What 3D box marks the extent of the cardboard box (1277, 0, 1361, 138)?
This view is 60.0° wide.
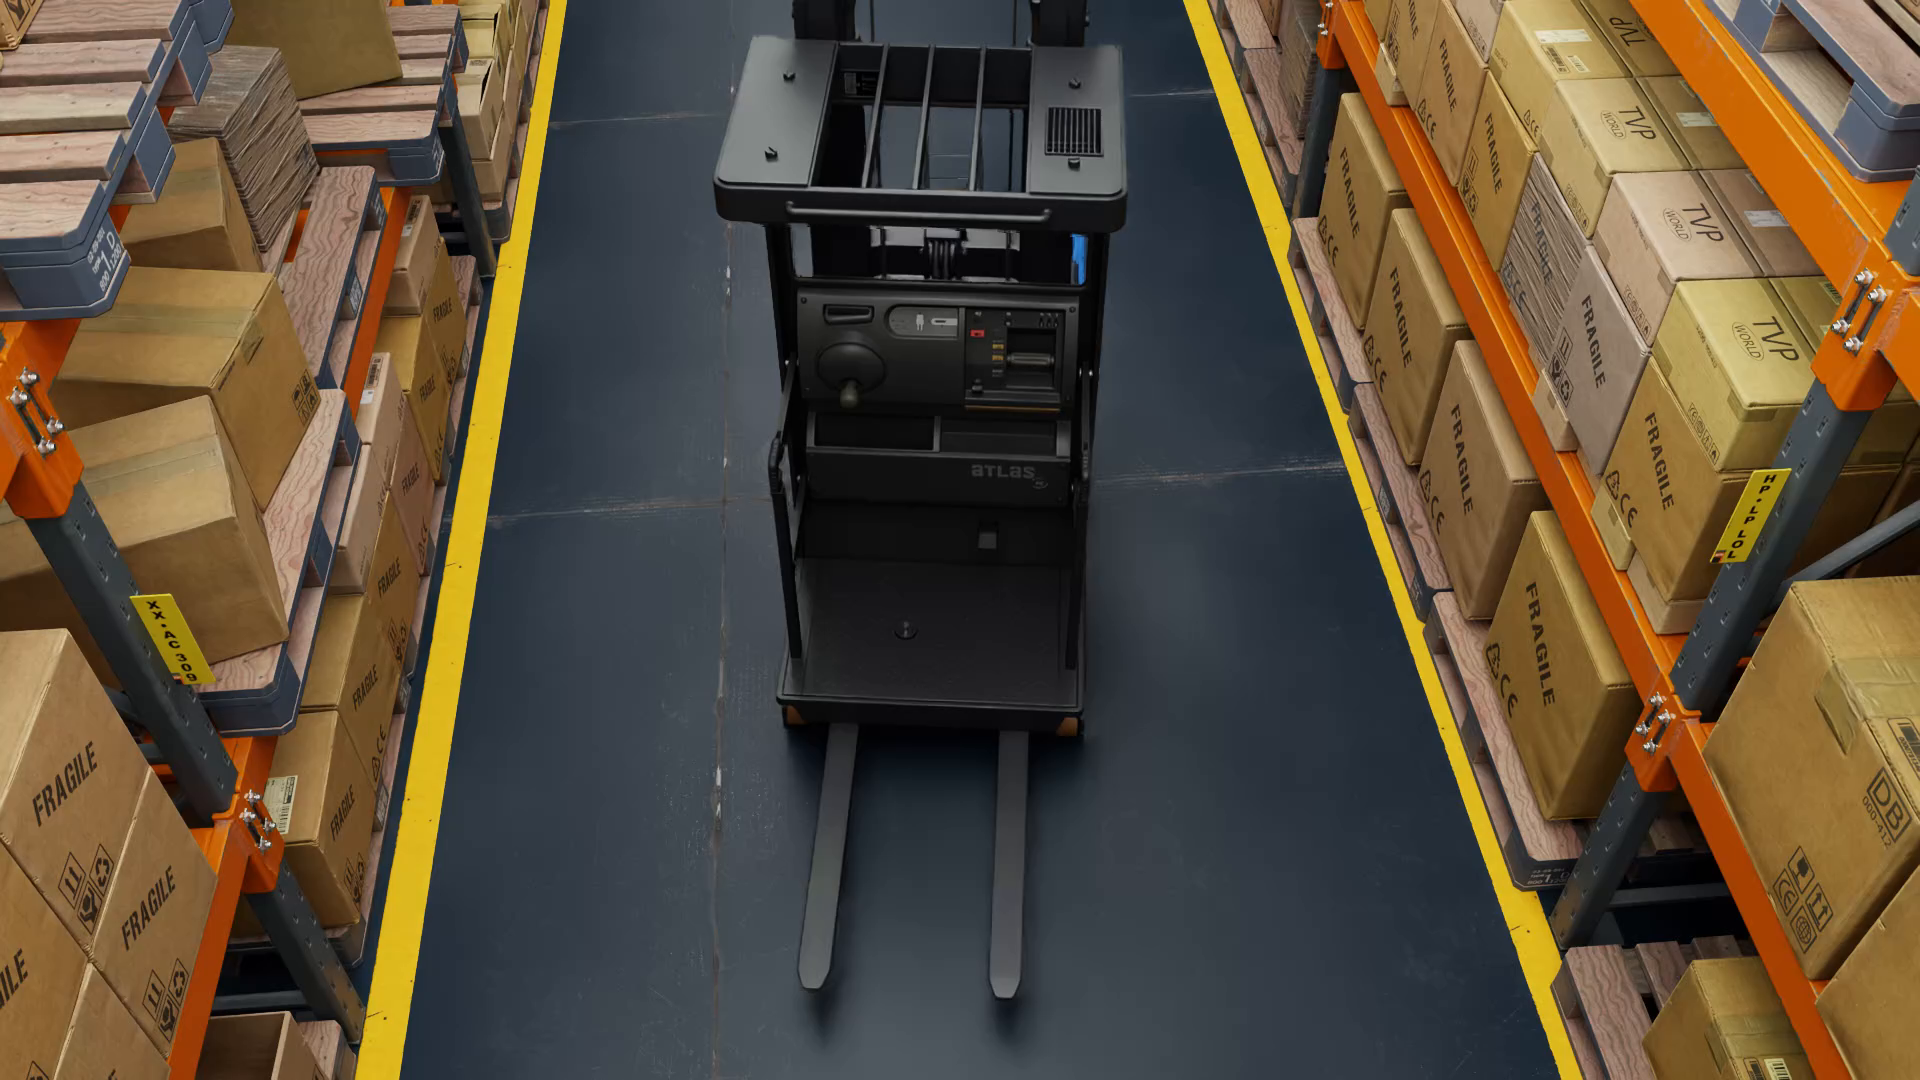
[{"bbox_3d":[2.058,-2.429,8.540,0.700,0.500,0.500,-3,47,-3],"label":"cardboard box"}]

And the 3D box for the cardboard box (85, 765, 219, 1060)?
[{"bbox_3d":[-2.134,0.890,3.909,0.500,0.500,0.500,-3,47,-3],"label":"cardboard box"}]

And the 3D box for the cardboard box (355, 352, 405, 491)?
[{"bbox_3d":[-2.355,-0.423,6.123,0.500,0.250,0.500,-4,47,-4],"label":"cardboard box"}]

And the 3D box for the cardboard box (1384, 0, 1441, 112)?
[{"bbox_3d":[1.990,-2.017,6.443,0.500,0.500,0.500,-2,47,-2],"label":"cardboard box"}]

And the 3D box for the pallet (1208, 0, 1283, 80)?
[{"bbox_3d":[2.007,-3.107,9.684,1.003,0.211,1.213,-3,47,-3],"label":"pallet"}]

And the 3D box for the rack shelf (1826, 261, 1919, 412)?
[{"bbox_3d":[2.672,0.937,2.362,1.077,0.370,4.000,-3,47,-3],"label":"rack shelf"}]

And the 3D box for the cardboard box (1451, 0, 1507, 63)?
[{"bbox_3d":[2.042,-1.927,5.841,0.500,0.250,0.500,-3,47,-3],"label":"cardboard box"}]

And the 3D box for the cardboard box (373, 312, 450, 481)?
[{"bbox_3d":[-2.411,-0.571,6.780,0.500,0.500,0.500,-5,47,-5],"label":"cardboard box"}]

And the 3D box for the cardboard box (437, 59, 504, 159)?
[{"bbox_3d":[-2.517,-2.104,8.032,0.500,0.311,0.500,-2,47,-2],"label":"cardboard box"}]

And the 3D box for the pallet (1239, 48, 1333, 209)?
[{"bbox_3d":[2.106,-2.226,8.849,1.003,0.211,1.213,-3,47,-3],"label":"pallet"}]

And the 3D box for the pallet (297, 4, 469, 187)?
[{"bbox_3d":[-2.640,-1.764,6.623,1.213,0.211,1.003,-3,47,-3],"label":"pallet"}]

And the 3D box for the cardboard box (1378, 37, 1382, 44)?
[{"bbox_3d":[1.979,-2.105,6.973,0.380,0.149,0.250,-3,47,-3],"label":"cardboard box"}]

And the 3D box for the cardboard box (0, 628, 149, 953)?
[{"bbox_3d":[-2.131,0.550,3.542,0.500,0.500,0.500,-3,47,-3],"label":"cardboard box"}]

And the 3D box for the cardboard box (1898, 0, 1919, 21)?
[{"bbox_3d":[2.540,-1.586,3.885,0.700,0.500,0.500,-6,47,-5],"label":"cardboard box"}]

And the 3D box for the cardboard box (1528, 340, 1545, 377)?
[{"bbox_3d":[2.138,-0.613,5.561,0.380,0.149,0.250,-3,47,-3],"label":"cardboard box"}]

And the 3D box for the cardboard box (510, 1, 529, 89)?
[{"bbox_3d":[-2.610,-2.651,8.936,0.500,0.250,0.500,-5,47,-4],"label":"cardboard box"}]

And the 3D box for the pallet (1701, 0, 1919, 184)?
[{"bbox_3d":[2.379,-1.352,4.166,0.805,0.209,1.217,-5,47,-5],"label":"pallet"}]

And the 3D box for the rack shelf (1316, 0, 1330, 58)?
[{"bbox_3d":[2.002,-3.819,8.933,1.077,0.370,4.000,-3,47,-3],"label":"rack shelf"}]

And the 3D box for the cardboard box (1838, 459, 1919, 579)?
[{"bbox_3d":[2.717,-0.217,4.739,0.500,0.500,0.500,-5,47,-5],"label":"cardboard box"}]

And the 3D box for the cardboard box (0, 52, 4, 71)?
[{"bbox_3d":[-2.400,-1.035,3.308,0.600,0.600,0.600,-8,47,-7],"label":"cardboard box"}]

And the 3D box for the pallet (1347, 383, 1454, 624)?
[{"bbox_3d":[2.260,-0.205,6.935,1.003,0.211,1.213,-3,47,-3],"label":"pallet"}]

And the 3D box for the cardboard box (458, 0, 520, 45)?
[{"bbox_3d":[-2.610,-2.853,8.741,0.500,0.311,0.500,-5,47,-4],"label":"cardboard box"}]

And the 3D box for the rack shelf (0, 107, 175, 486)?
[{"bbox_3d":[-2.599,-1.653,4.815,1.077,0.370,4.000,-3,47,-3],"label":"rack shelf"}]

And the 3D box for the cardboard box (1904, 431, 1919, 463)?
[{"bbox_3d":[2.726,-0.476,4.467,0.500,0.250,0.500,-2,47,-2],"label":"cardboard box"}]

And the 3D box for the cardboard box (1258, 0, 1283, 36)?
[{"bbox_3d":[2.060,-3.167,9.238,0.700,0.500,0.500,-4,47,-4],"label":"cardboard box"}]

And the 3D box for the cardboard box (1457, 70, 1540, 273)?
[{"bbox_3d":[2.082,-1.281,5.747,0.500,0.500,0.500,-2,47,-2],"label":"cardboard box"}]

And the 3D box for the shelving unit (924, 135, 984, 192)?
[{"bbox_3d":[-0.025,-1.147,7.138,0.258,1.200,0.189,-1,42,-1],"label":"shelving unit"}]

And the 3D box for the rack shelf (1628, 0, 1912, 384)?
[{"bbox_3d":[2.337,-1.957,5.103,1.077,0.370,4.000,-3,47,-3],"label":"rack shelf"}]

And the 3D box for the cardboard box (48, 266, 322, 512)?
[{"bbox_3d":[-2.369,-0.451,4.889,0.700,0.500,0.500,3,47,3],"label":"cardboard box"}]

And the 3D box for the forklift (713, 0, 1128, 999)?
[{"bbox_3d":[-0.084,-0.527,5.367,1.130,2.935,3.031,2,47,2],"label":"forklift"}]

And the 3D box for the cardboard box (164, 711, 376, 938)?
[{"bbox_3d":[-2.229,0.922,5.366,0.500,0.500,0.500,-5,47,-5],"label":"cardboard box"}]

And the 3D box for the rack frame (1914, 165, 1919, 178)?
[{"bbox_3d":[2.505,-1.788,2.382,1.000,3.000,0.127,-3,47,-3],"label":"rack frame"}]

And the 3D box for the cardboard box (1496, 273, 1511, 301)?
[{"bbox_3d":[2.121,-0.988,5.916,0.380,0.149,0.250,-2,47,-2],"label":"cardboard box"}]

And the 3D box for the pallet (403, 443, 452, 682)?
[{"bbox_3d":[-2.642,0.066,6.678,1.003,0.211,1.213,-3,47,-3],"label":"pallet"}]

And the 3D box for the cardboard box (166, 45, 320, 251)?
[{"bbox_3d":[-2.715,-1.372,5.762,0.700,0.500,0.500,4,47,4],"label":"cardboard box"}]

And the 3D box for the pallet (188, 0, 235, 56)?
[{"bbox_3d":[-2.506,-1.615,4.413,1.213,0.211,1.003,-3,47,-3],"label":"pallet"}]

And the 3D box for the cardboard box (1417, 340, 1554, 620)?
[{"bbox_3d":[2.243,-0.236,6.235,0.750,0.750,0.750,-2,47,-2],"label":"cardboard box"}]

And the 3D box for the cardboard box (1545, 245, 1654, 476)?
[{"bbox_3d":[2.162,-0.556,5.060,0.500,0.500,0.500,-3,47,-3],"label":"cardboard box"}]

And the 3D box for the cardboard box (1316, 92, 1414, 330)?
[{"bbox_3d":[2.101,-1.485,7.418,0.750,0.750,0.750,-4,47,-4],"label":"cardboard box"}]

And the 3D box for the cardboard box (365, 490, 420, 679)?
[{"bbox_3d":[-2.319,0.174,6.074,0.500,0.500,0.500,-3,47,-3],"label":"cardboard box"}]

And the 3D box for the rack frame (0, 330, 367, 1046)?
[{"bbox_3d":[-2.431,0.578,4.273,1.000,3.000,0.127,-3,47,-3],"label":"rack frame"}]

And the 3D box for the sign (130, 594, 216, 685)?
[{"bbox_3d":[-1.891,0.242,3.995,0.100,0.325,0.005,-3,47,-3],"label":"sign"}]

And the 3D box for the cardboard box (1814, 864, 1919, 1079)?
[{"bbox_3d":[2.589,1.093,3.579,0.980,0.700,0.700,-5,47,-4],"label":"cardboard box"}]

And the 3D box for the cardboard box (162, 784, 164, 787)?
[{"bbox_3d":[-2.758,0.947,5.342,0.500,0.500,0.500,-4,47,-4],"label":"cardboard box"}]

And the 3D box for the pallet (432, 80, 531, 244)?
[{"bbox_3d":[-2.796,-1.955,8.593,1.003,0.211,1.213,-3,47,-3],"label":"pallet"}]

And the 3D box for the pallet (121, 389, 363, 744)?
[{"bbox_3d":[-2.389,0.059,4.896,1.003,0.211,1.213,-3,47,-3],"label":"pallet"}]

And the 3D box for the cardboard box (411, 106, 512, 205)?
[{"bbox_3d":[-2.517,-1.911,8.235,0.500,0.250,0.500,-4,47,-3],"label":"cardboard box"}]

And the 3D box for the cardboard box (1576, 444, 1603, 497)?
[{"bbox_3d":[2.173,-0.245,5.212,0.380,0.149,0.250,-2,47,-2],"label":"cardboard box"}]

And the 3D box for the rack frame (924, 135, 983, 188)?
[{"bbox_3d":[-0.026,-1.208,7.206,0.240,1.200,0.006,-1,42,-1],"label":"rack frame"}]

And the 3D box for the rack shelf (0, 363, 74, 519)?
[{"bbox_3d":[-2.264,1.241,2.075,1.077,0.370,4.000,-3,47,-3],"label":"rack shelf"}]

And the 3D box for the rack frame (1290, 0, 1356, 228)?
[{"bbox_3d":[2.170,-2.620,7.301,1.000,3.000,0.127,-3,47,-3],"label":"rack frame"}]

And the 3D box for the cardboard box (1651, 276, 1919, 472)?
[{"bbox_3d":[2.211,-0.449,4.442,0.500,0.250,0.500,-2,47,-2],"label":"cardboard box"}]

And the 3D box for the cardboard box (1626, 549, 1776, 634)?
[{"bbox_3d":[2.194,0.127,4.860,0.380,0.149,0.250,-3,47,-3],"label":"cardboard box"}]
